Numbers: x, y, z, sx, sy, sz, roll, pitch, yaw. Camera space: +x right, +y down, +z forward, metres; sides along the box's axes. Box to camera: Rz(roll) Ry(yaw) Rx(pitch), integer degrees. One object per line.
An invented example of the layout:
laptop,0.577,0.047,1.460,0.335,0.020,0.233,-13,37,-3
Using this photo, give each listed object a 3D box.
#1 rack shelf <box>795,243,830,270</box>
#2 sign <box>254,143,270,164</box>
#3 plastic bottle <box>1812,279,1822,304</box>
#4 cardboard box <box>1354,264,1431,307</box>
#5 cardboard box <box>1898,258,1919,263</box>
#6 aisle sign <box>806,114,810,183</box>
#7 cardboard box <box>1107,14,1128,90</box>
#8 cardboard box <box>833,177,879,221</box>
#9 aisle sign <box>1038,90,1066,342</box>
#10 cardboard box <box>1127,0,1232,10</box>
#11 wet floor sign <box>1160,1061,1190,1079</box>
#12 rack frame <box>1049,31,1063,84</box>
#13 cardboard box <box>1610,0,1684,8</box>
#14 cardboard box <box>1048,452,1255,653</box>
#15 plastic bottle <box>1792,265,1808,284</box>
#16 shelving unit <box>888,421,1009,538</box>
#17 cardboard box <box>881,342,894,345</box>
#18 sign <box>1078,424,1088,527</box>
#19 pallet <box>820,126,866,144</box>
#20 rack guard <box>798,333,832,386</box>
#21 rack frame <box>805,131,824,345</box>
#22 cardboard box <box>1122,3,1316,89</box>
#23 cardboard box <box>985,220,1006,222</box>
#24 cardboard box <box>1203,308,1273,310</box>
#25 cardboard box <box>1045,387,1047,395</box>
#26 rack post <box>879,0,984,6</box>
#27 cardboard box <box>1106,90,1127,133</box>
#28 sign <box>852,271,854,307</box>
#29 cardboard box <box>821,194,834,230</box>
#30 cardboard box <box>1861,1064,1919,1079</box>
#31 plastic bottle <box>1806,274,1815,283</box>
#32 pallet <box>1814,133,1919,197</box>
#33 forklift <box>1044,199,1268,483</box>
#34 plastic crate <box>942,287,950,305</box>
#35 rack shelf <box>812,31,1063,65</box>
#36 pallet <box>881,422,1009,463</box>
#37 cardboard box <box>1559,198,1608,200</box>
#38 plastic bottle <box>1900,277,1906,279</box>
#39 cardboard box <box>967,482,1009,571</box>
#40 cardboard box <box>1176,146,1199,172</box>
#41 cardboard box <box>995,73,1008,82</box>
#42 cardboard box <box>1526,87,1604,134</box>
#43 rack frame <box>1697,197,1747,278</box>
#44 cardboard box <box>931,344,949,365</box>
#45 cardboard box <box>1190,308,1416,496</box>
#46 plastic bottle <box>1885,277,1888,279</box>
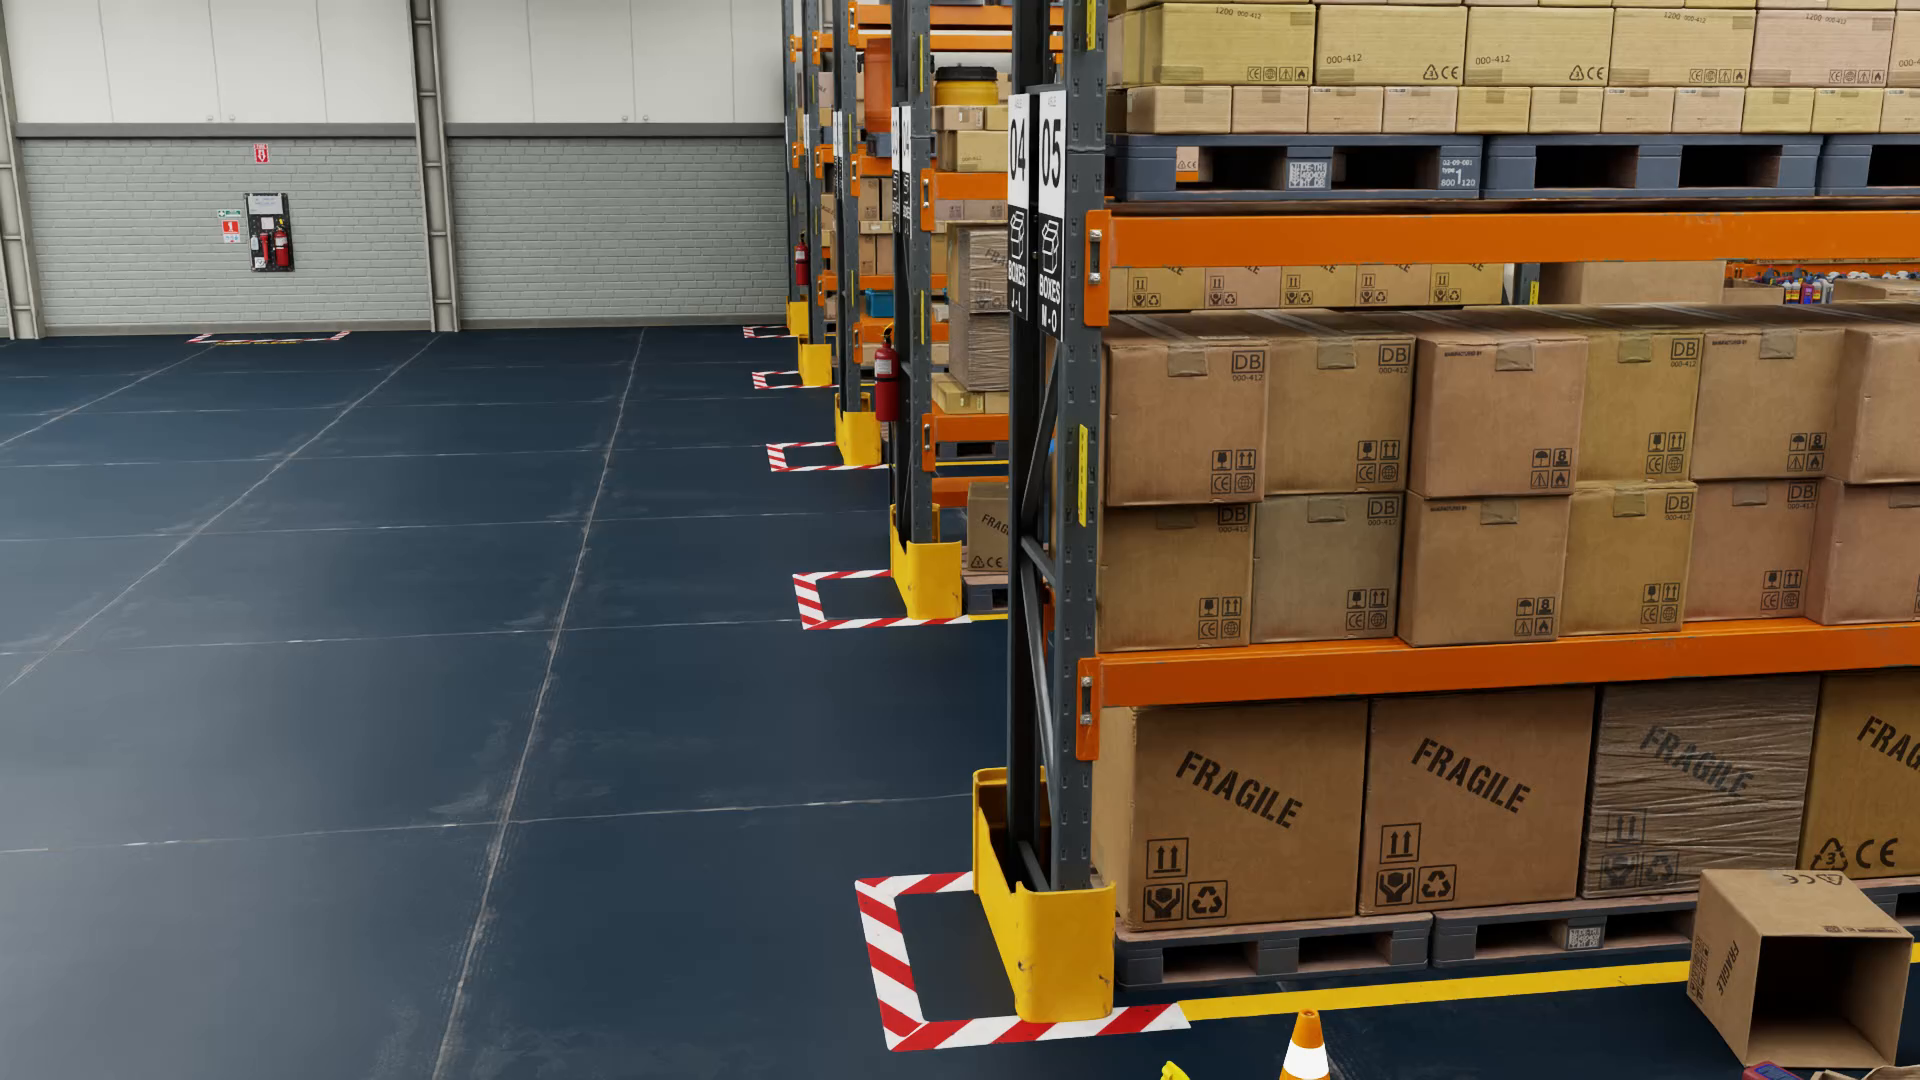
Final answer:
rack shelf,-0.549,-4.381,25.505,4.000,0.370,1.077,-2,14,-8
sign,-10.369,-5.742,24.684,0.199,0.298,0.001,-2,14,-8
plastic bottle,8.597,-2.480,16.708,0.097,0.271,0.097,0,14,0
cardboard box,2.744,-1.805,10.881,0.500,0.500,0.500,-2,14,-8
cardboard box,12.627,-3.977,22.207,0.500,0.500,0.500,-2,14,-8
aisle sign,-1.805,-4.651,19.758,0.004,0.787,0.394,-2,14,-8
cardboard box,0.768,-1.750,5.997,0.500,0.250,0.500,-2,14,-8
cardboard box,-1.269,-4.160,20.271,0.500,0.500,0.700,-2,14,-8
aisle sign,0.300,-1.073,5.490,0.004,0.787,0.394,-2,14,-8
cardboard box,0.703,-1.794,5.352,0.250,0.149,0.380,-2,14,-8
wet floor sign,0.592,1.733,4.487,0.232,0.644,0.267,-5,15,-18
rack frame,1.428,-7.713,24.977,0.127,3.000,1.000,-2,14,-8
cardboard box,2.213,-1.850,5.572,0.250,0.149,0.380,-2,14,-7
cardboard box,0.686,0.016,6.183,0.550,0.550,0.875,-2,14,-8
plastic bottle,8.805,-2.707,17.450,0.185,0.351,0.144,-2,14,-8
shelving unit,0.007,-0.546,12.586,1.048,1.125,0.538,-2,14,-8
cardboard box,-0.728,-2.685,20.508,0.500,0.500,0.500,-2,14,-8
sign,0.403,-0.211,5.456,0.005,0.325,0.100,-2,14,-8
pallet,-1.082,-4.898,20.101,1.213,0.211,1.003,-2,14,-8
rack guard,-1.809,-2.253,20.679,0.348,0.500,1.175,-2,14,-8
rack frame,-1.785,-3.467,20.378,0.127,3.000,1.000,-2,14,-8
cardboard box,0.841,-1.621,5.481,0.500,0.250,0.500,-2,14,-8
cardboard box,0.415,-3.857,20.397,0.250,0.149,0.380,-2,14,-6
cardboard box,1.708,-1.360,11.160,0.500,0.500,0.875,-2,14,-8
cardboard box,0.504,-0.925,10.758,0.250,0.149,0.380,-2,14,-8
rack post,-0.285,-4.939,14.945,0.954,0.300,0.937,-1,14,-2
cardboard box,0.604,-1.566,6.080,0.250,0.149,0.380,-2,14,-8
sign,-0.973,-2.277,15.065,0.005,0.325,0.100,-2,14,-8
cardboard box,-2.010,-4.904,24.834,0.500,0.500,0.500,-2,14,-8
cardboard box,2.856,1.800,5.000,0.258,0.266,0.396,0,14,1
plastic bottle,8.866,-2.641,17.350,0.097,0.271,0.097,0,14,0
pallet,3.471,-1.417,6.220,1.213,0.211,1.003,-2,14,-8
forklift,2.028,-2.065,14.933,1.130,2.935,3.031,11,18,38
plastic crate,0.042,-2.315,16.092,0.408,0.251,0.499,-2,14,-8
rack shelf,0.192,-5.906,20.073,4.000,0.370,1.077,-2,14,-8
pallet,-0.179,-0.965,16.134,1.213,0.211,1.003,-2,14,-8
cardboard box,9.878,-5.254,26.889,0.700,0.700,0.980,-2,14,-7
plastic bottle,9.614,-2.526,16.883,0.135,0.276,0.152,-2,14,-8
cardboard box,0.307,-0.093,11.203,0.500,0.500,0.500,1,14,2
cardboard box,1.201,-2.458,10.499,0.500,0.250,0.500,-2,14,-9
cardboard box,0.430,-6.695,24.783,0.500,0.500,0.500,-1,14,-5
cardboard box,1.960,-1.453,5.631,0.250,0.149,0.380,-2,14,-9
rack frame,10.081,-3.901,22.112,0.127,3.000,1.000,-2,14,-8
cardboard box,-0.233,-2.339,20.673,0.500,0.250,0.500,-2,14,-8
cardboard box,1.229,-0.530,6.139,0.550,0.550,0.875,-2,14,-8
plastic bottle,9.443,-2.548,16.981,0.097,0.271,0.097,0,14,0
